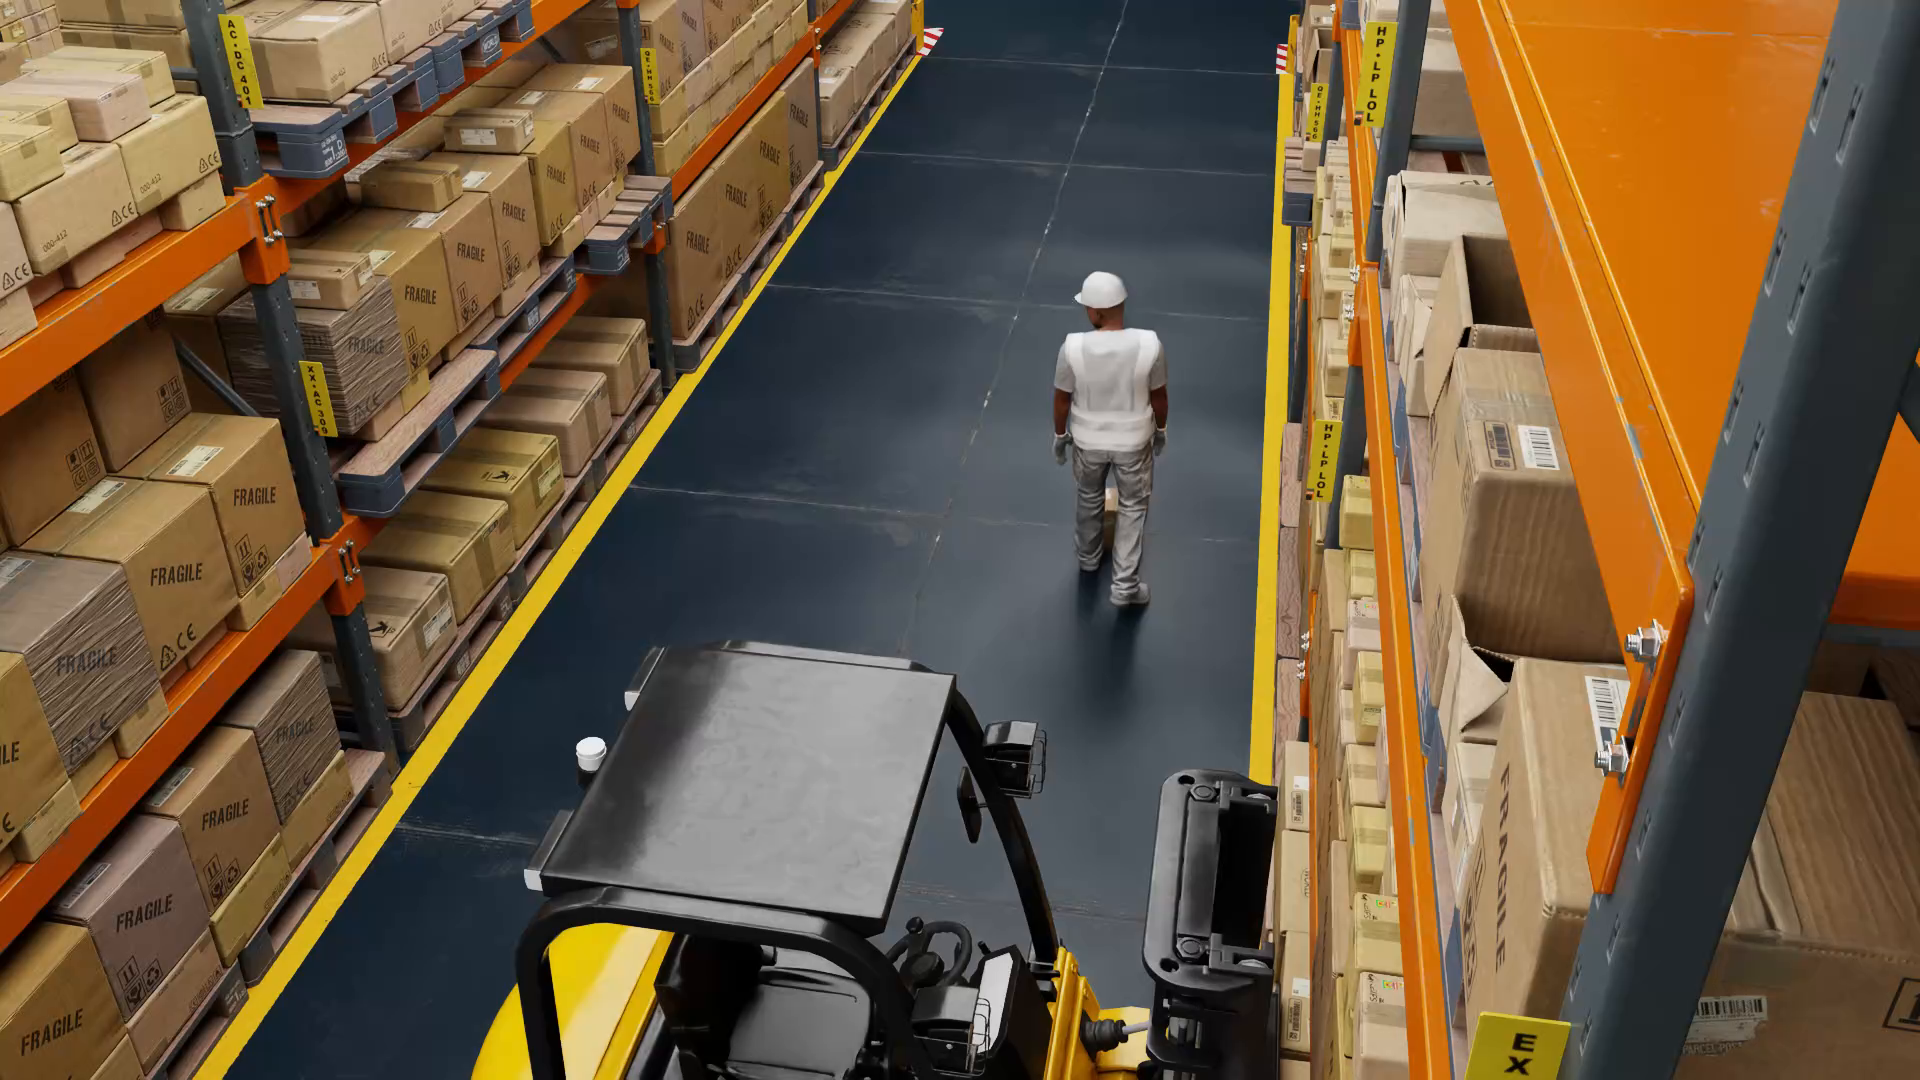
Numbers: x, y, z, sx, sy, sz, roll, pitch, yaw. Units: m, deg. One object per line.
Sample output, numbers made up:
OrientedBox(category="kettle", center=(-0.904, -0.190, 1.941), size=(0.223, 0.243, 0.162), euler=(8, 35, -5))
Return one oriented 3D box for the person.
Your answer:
OrientedBox(category="person", center=(0.766, -0.544, 8.470), size=(0.573, 1.779, 0.721), euler=(5, 33, 9))
